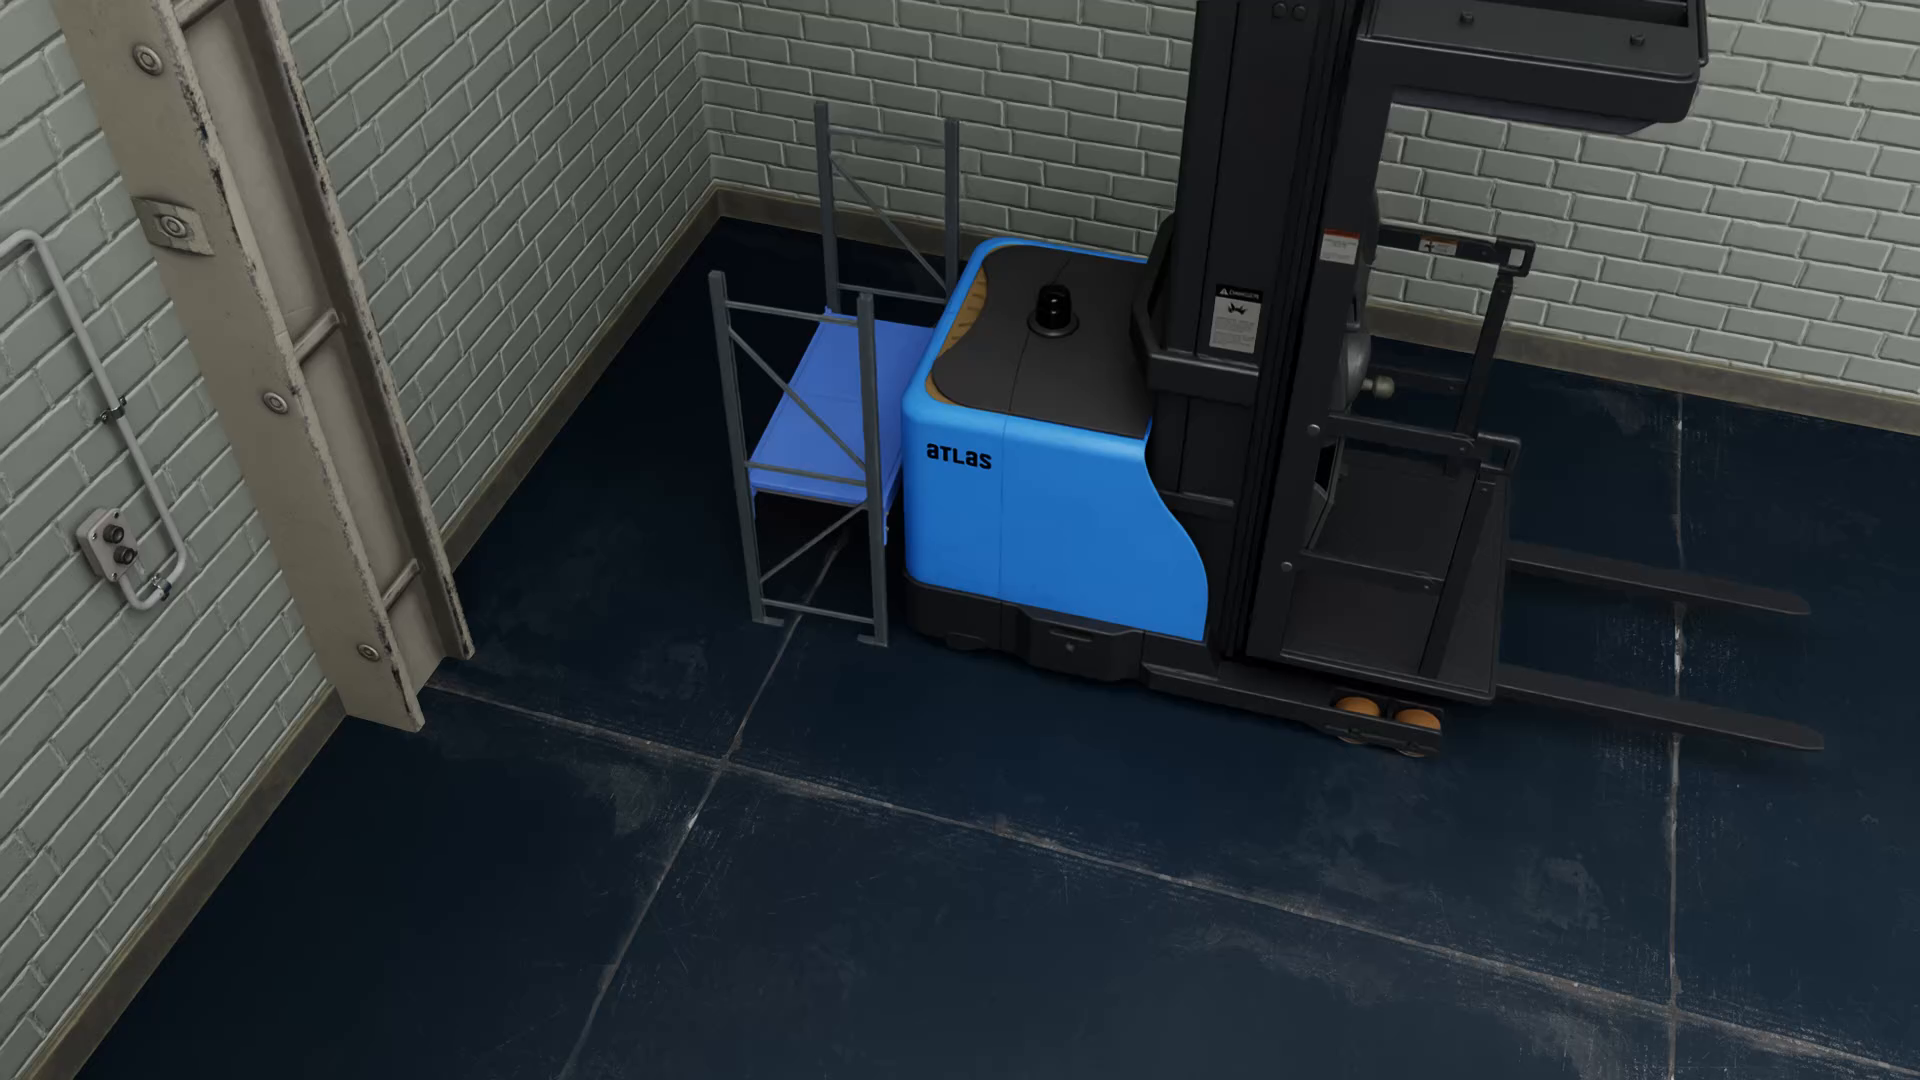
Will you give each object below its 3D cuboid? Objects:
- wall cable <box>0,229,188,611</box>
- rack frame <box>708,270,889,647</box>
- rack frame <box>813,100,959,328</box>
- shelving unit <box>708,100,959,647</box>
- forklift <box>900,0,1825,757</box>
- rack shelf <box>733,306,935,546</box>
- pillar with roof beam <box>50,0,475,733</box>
[{"bbox_3d":[-2.417,-0.022,3.402,0.084,1.984,1.851,13,46,13],"label":"wall cable"},{"bbox_3d":[-0.498,-0.211,5.393,0.500,1.500,0.032,10,45,10],"label":"rack frame"},{"bbox_3d":[-0.249,-0.900,6.098,0.500,1.500,0.032,10,45,10],"label":"rack frame"},{"bbox_3d":[-0.373,-0.556,5.745,0.538,1.500,1.048,10,45,10],"label":"shelving unit"},{"bbox_3d":[1.374,-0.746,4.916,3.031,2.935,1.130,11,46,11],"label":"forklift"},{"bbox_3d":[-0.373,-0.427,5.871,0.538,0.185,1.000,10,45,10],"label":"rack shelf"},{"bbox_3d":[2.193,-1.821,1.677,9.100,9.000,0.400,13,46,13],"label":"pillar with roof beam"}]
